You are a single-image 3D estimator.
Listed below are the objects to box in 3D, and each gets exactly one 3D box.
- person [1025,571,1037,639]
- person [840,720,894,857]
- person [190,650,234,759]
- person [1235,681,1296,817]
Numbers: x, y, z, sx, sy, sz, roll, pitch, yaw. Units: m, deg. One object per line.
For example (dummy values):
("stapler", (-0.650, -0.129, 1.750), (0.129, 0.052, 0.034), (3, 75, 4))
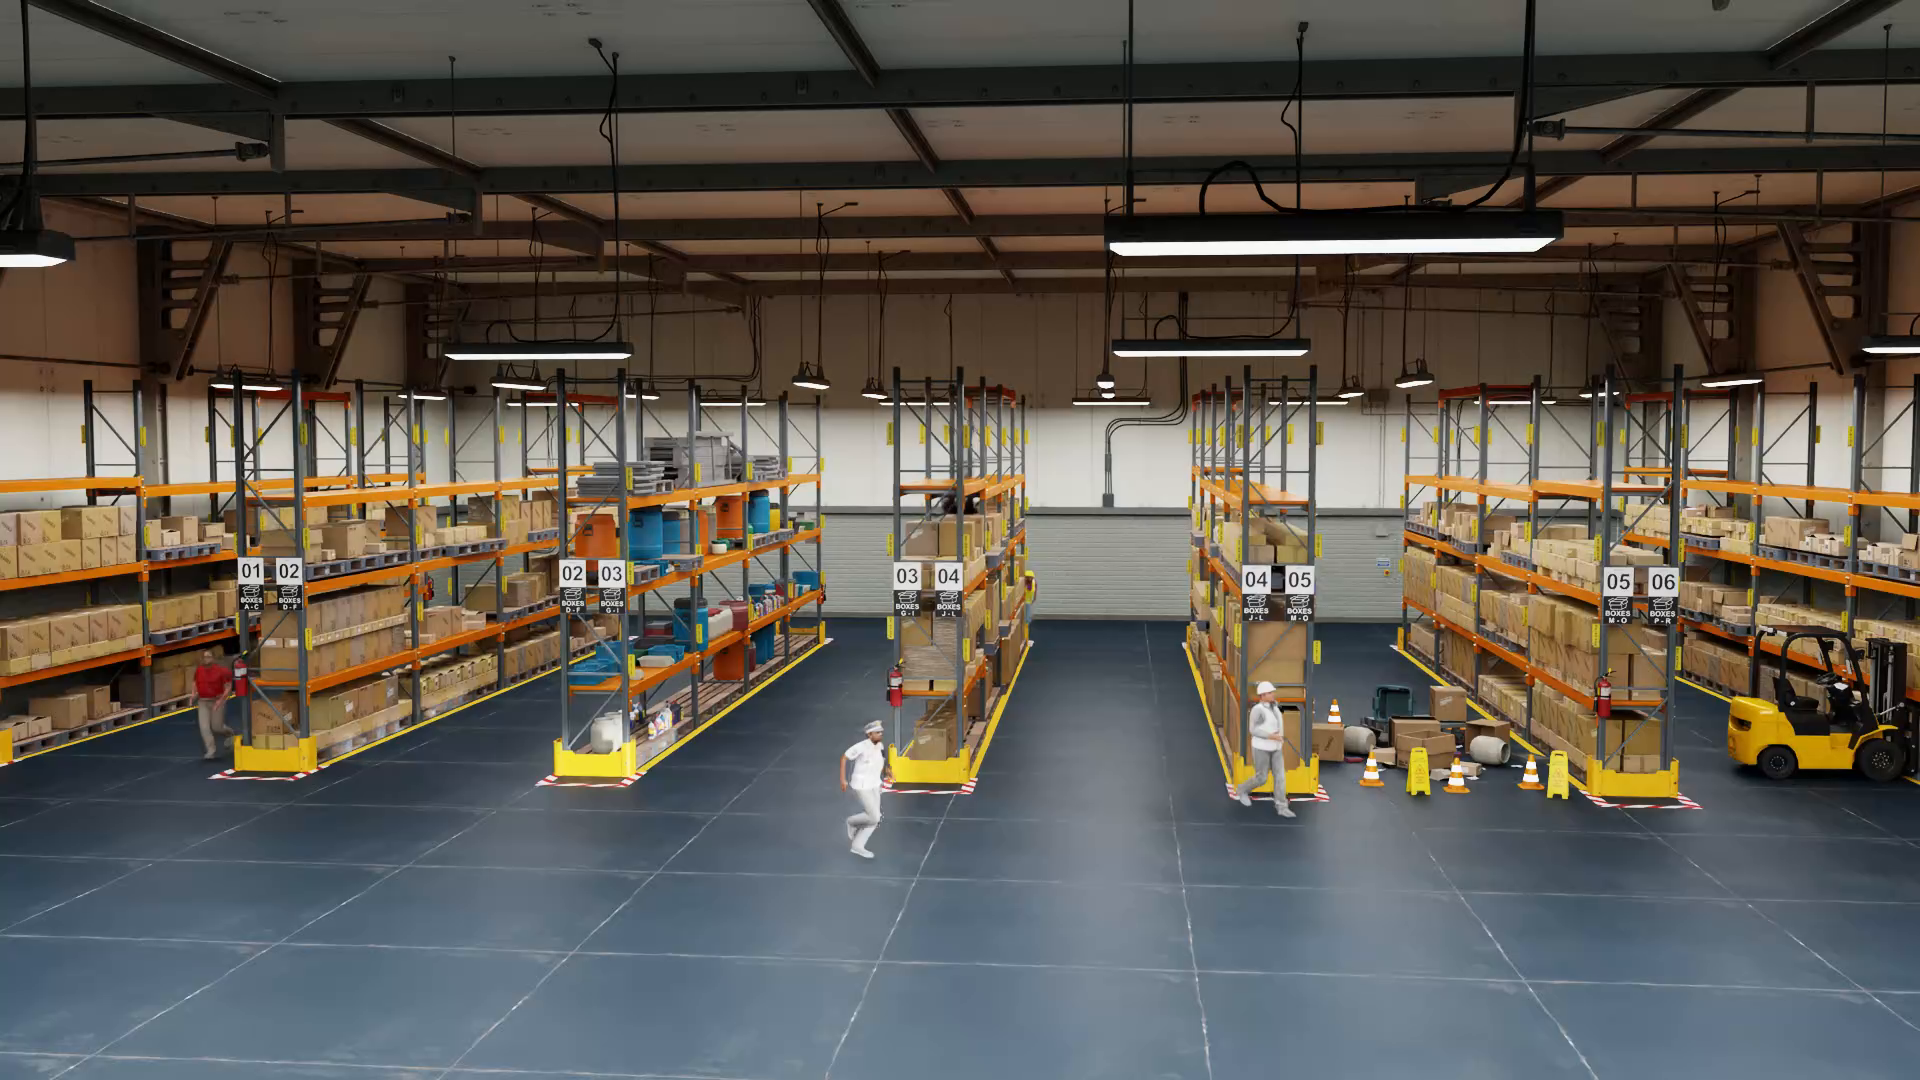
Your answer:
("person", (1.584, 1.597, 41.600), (0.705, 1.704, 0.964), (-2, 4, -33))
("person", (-1.074, 2.961, 19.809), (0.626, 1.648, 0.616), (3, 4, 37))
("person", (-11.638, 2.541, 25.941), (0.697, 1.684, 0.702), (0, 4, 6))
("person", (4.037, 2.736, 21.923), (0.649, 1.752, 0.946), (-3, 5, -41))
